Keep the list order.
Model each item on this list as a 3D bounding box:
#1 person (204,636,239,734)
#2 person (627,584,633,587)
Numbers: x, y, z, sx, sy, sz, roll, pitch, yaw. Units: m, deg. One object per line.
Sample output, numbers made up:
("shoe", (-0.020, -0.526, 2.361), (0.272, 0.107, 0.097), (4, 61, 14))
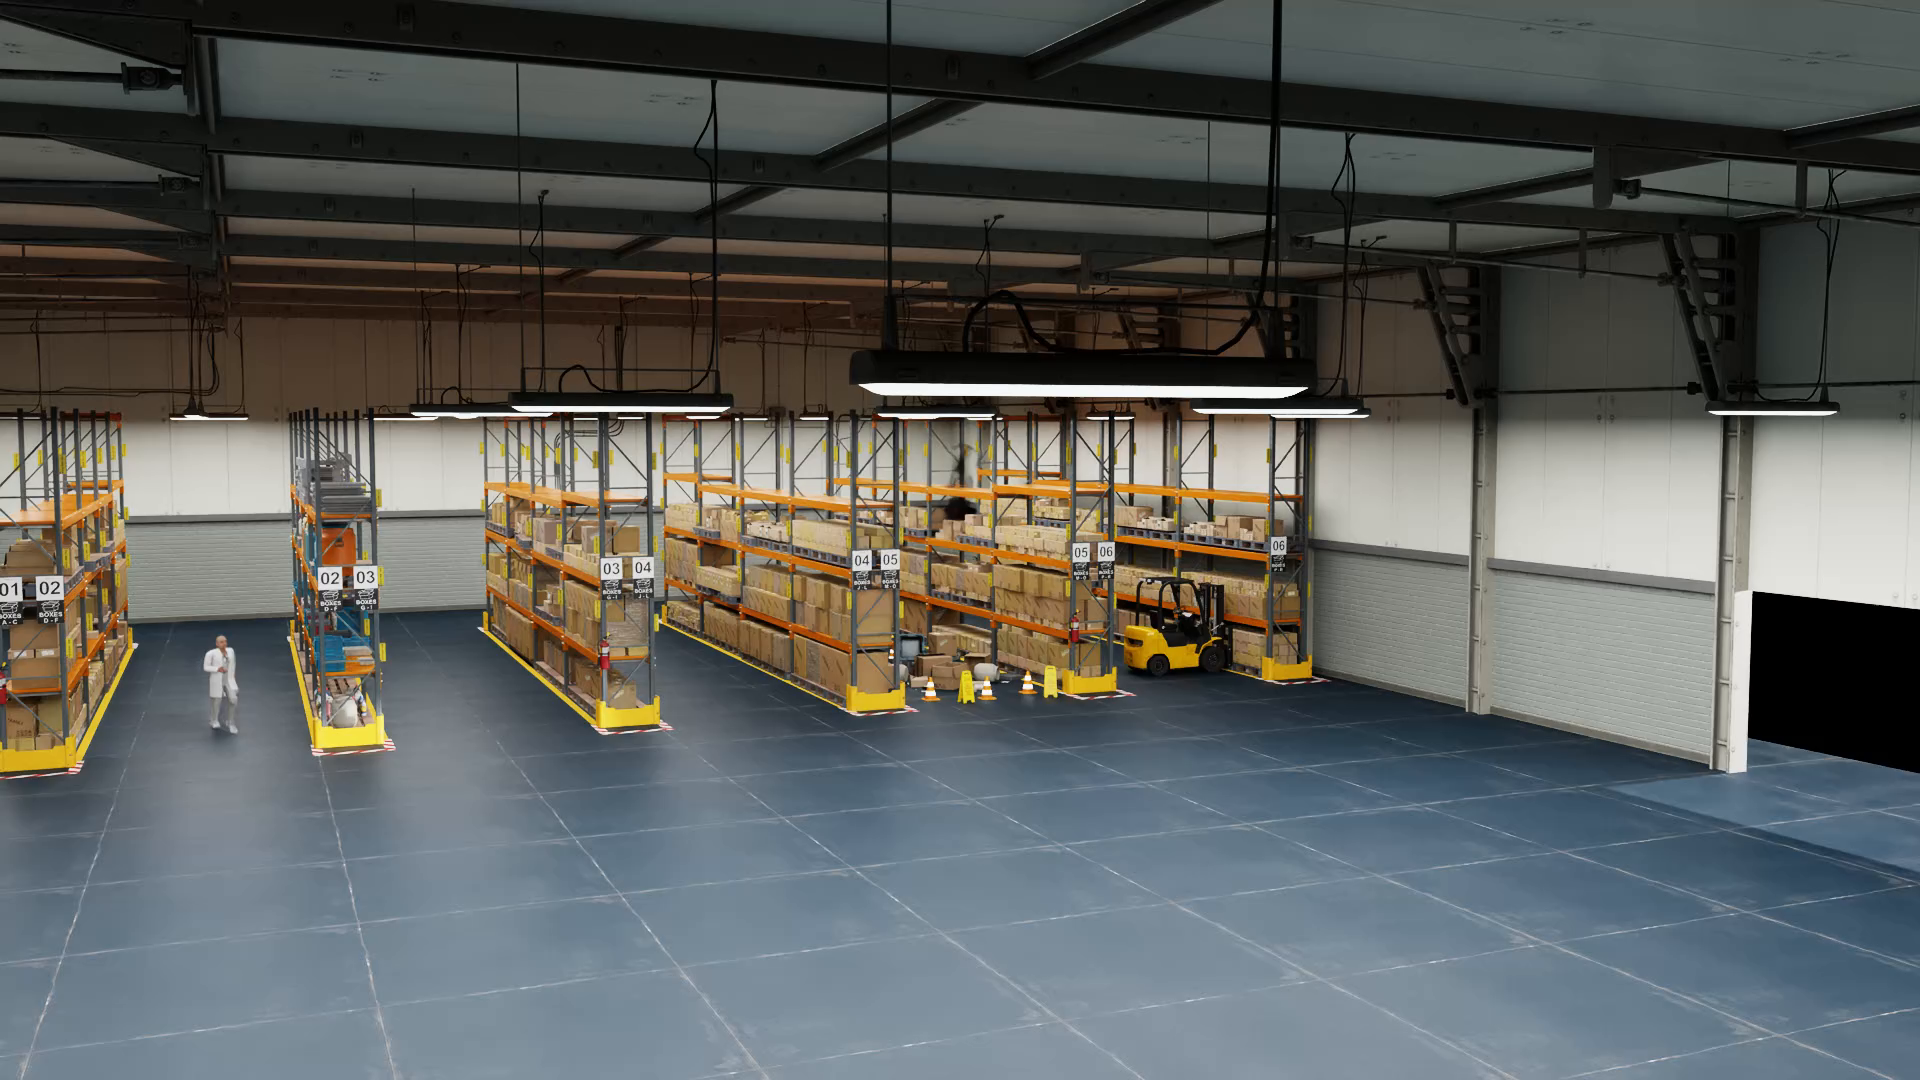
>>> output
("person", (-13.703, 2.728, 30.847), (0.640, 1.743, 0.908), (-4, 5, -41))
("person", (-9.041, 1.605, 46.285), (0.706, 1.770, 0.918), (-2, 4, -26))
